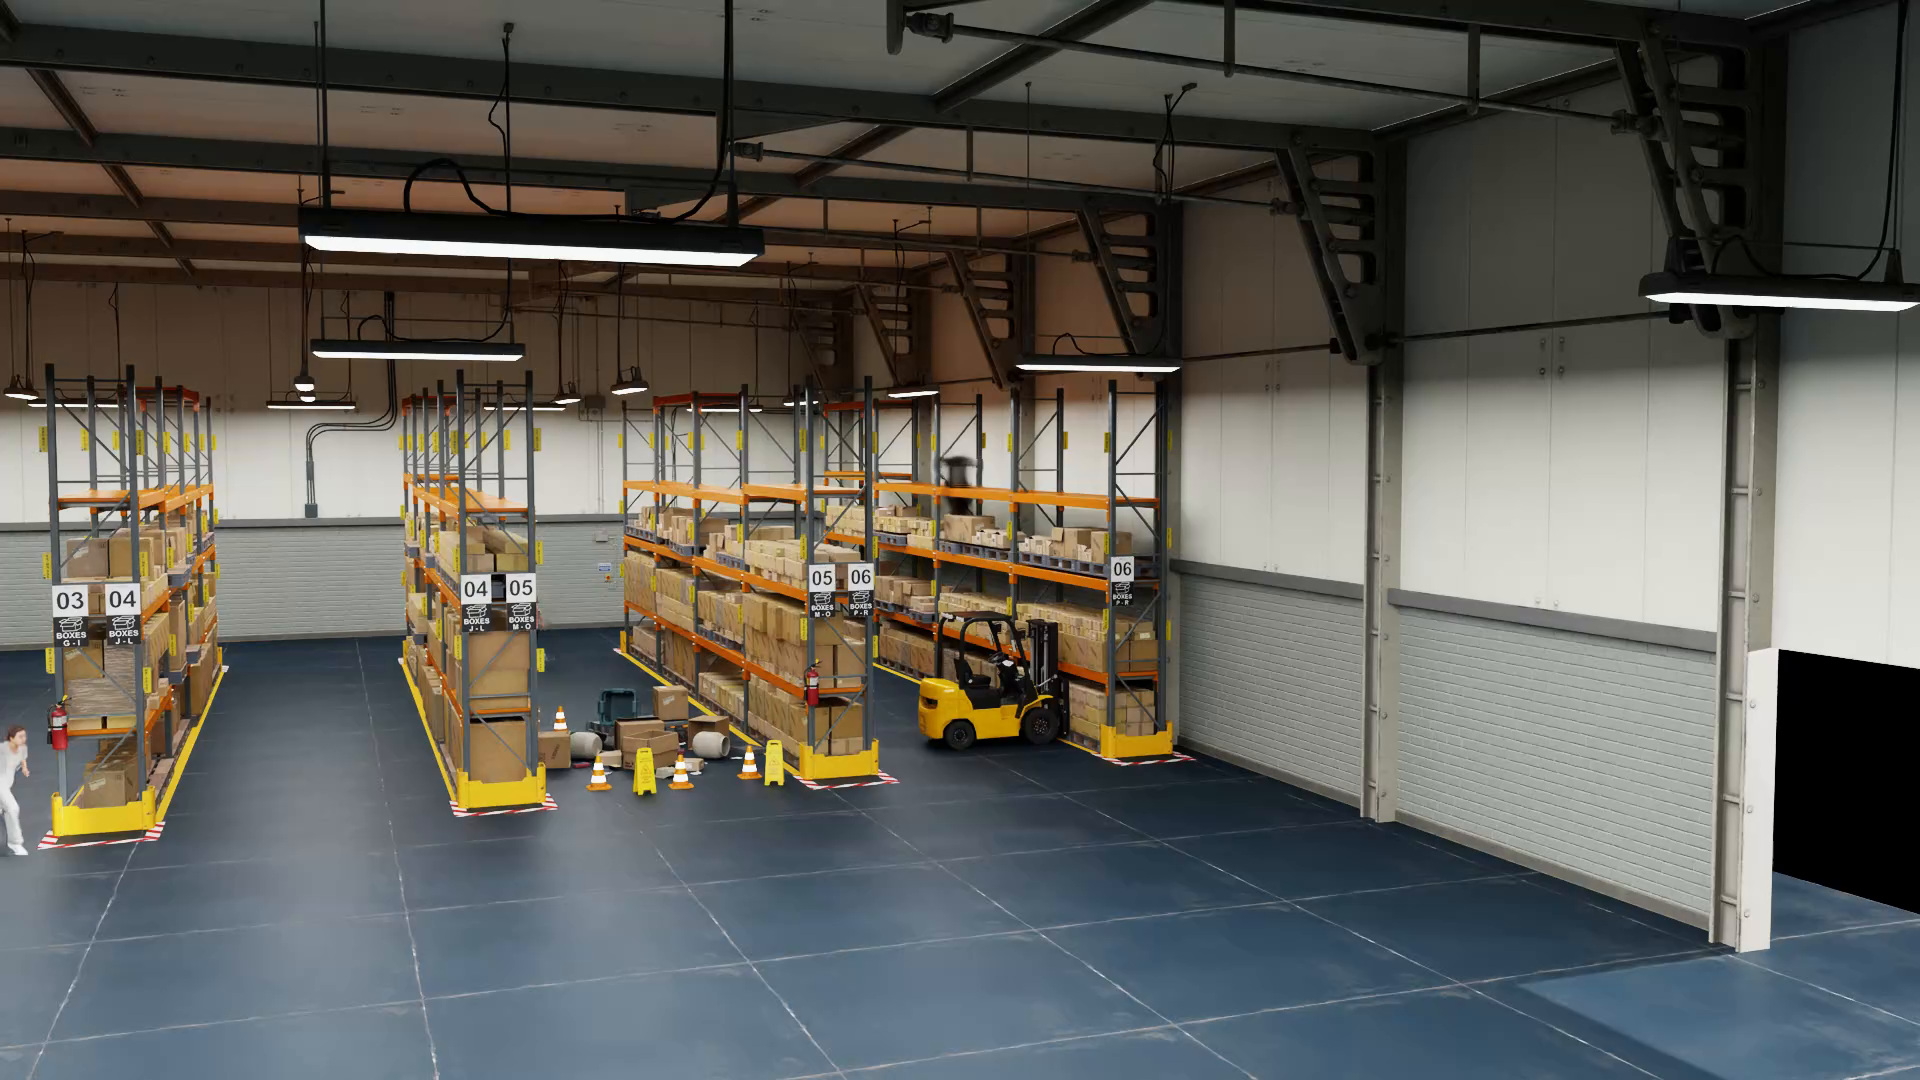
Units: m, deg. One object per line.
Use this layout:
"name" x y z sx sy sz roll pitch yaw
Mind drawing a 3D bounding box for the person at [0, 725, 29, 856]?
"person" -11.778 3.047 20.285 0.950 1.628 0.611 1 4 19

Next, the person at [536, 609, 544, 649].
"person" -9.733 2.063 37.772 0.553 1.430 0.974 -2 4 -25
